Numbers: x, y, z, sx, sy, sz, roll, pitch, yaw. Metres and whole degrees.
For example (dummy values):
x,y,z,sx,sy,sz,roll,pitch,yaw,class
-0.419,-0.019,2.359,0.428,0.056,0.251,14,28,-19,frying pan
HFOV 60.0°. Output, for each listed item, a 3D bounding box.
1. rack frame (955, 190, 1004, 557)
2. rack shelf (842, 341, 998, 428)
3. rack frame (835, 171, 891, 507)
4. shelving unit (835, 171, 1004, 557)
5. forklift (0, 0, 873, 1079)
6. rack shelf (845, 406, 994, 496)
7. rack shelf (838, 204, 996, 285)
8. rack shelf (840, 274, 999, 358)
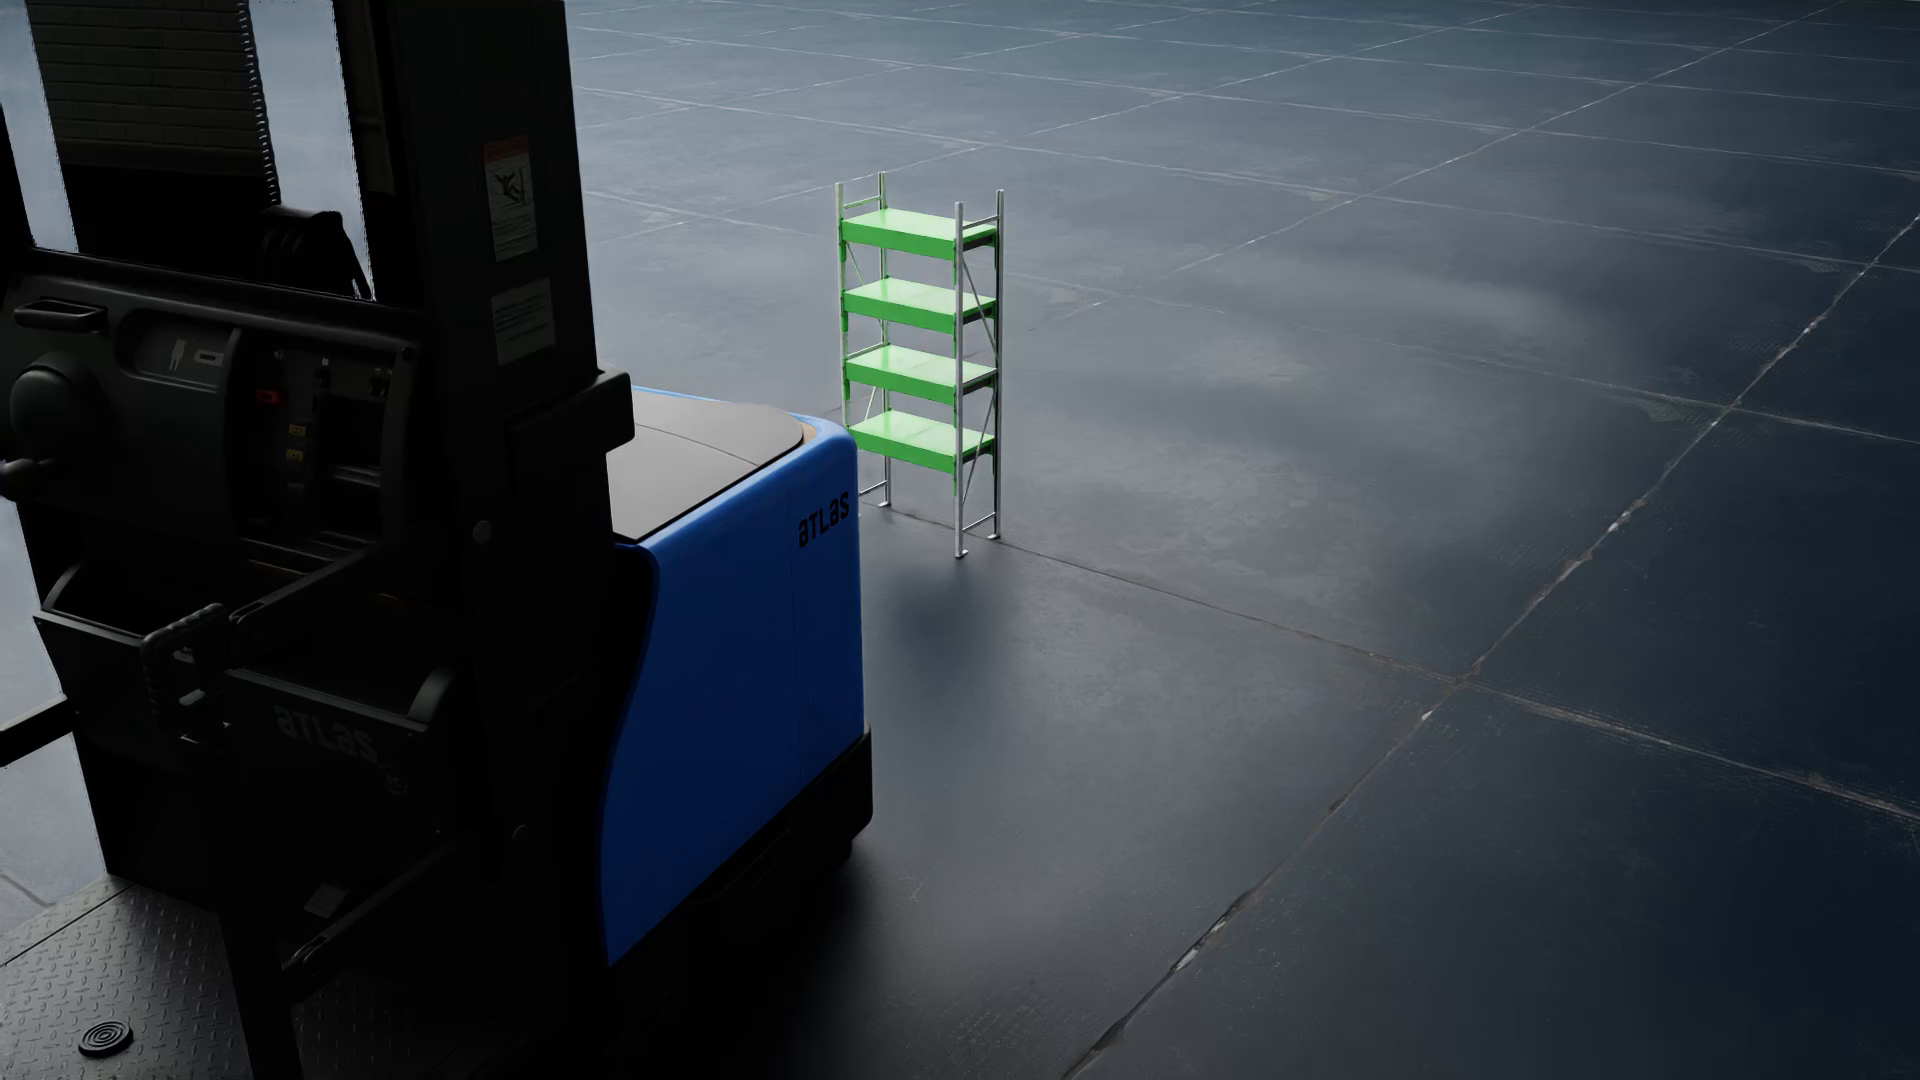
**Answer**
x,y,z,sx,sy,sz,roll,pitch,yaw,class
0.063,-0.530,5.465,0.015,1.200,0.240,17,29,33,rack frame
-0.132,-0.531,5.625,0.480,0.148,0.258,17,29,33,rack shelf
-0.328,-0.648,5.733,0.015,1.200,0.240,17,29,33,rack frame
-0.132,-0.589,5.599,0.503,1.200,0.258,17,29,33,shelving unit
-1.322,-0.175,2.512,1.130,2.935,3.031,11,26,24,forklift
-0.132,-0.311,5.721,0.480,0.148,0.258,17,29,33,rack shelf
-0.132,-0.970,5.431,0.480,0.148,0.258,17,29,33,rack shelf
-0.132,-0.750,5.528,0.480,0.148,0.258,17,29,33,rack shelf
